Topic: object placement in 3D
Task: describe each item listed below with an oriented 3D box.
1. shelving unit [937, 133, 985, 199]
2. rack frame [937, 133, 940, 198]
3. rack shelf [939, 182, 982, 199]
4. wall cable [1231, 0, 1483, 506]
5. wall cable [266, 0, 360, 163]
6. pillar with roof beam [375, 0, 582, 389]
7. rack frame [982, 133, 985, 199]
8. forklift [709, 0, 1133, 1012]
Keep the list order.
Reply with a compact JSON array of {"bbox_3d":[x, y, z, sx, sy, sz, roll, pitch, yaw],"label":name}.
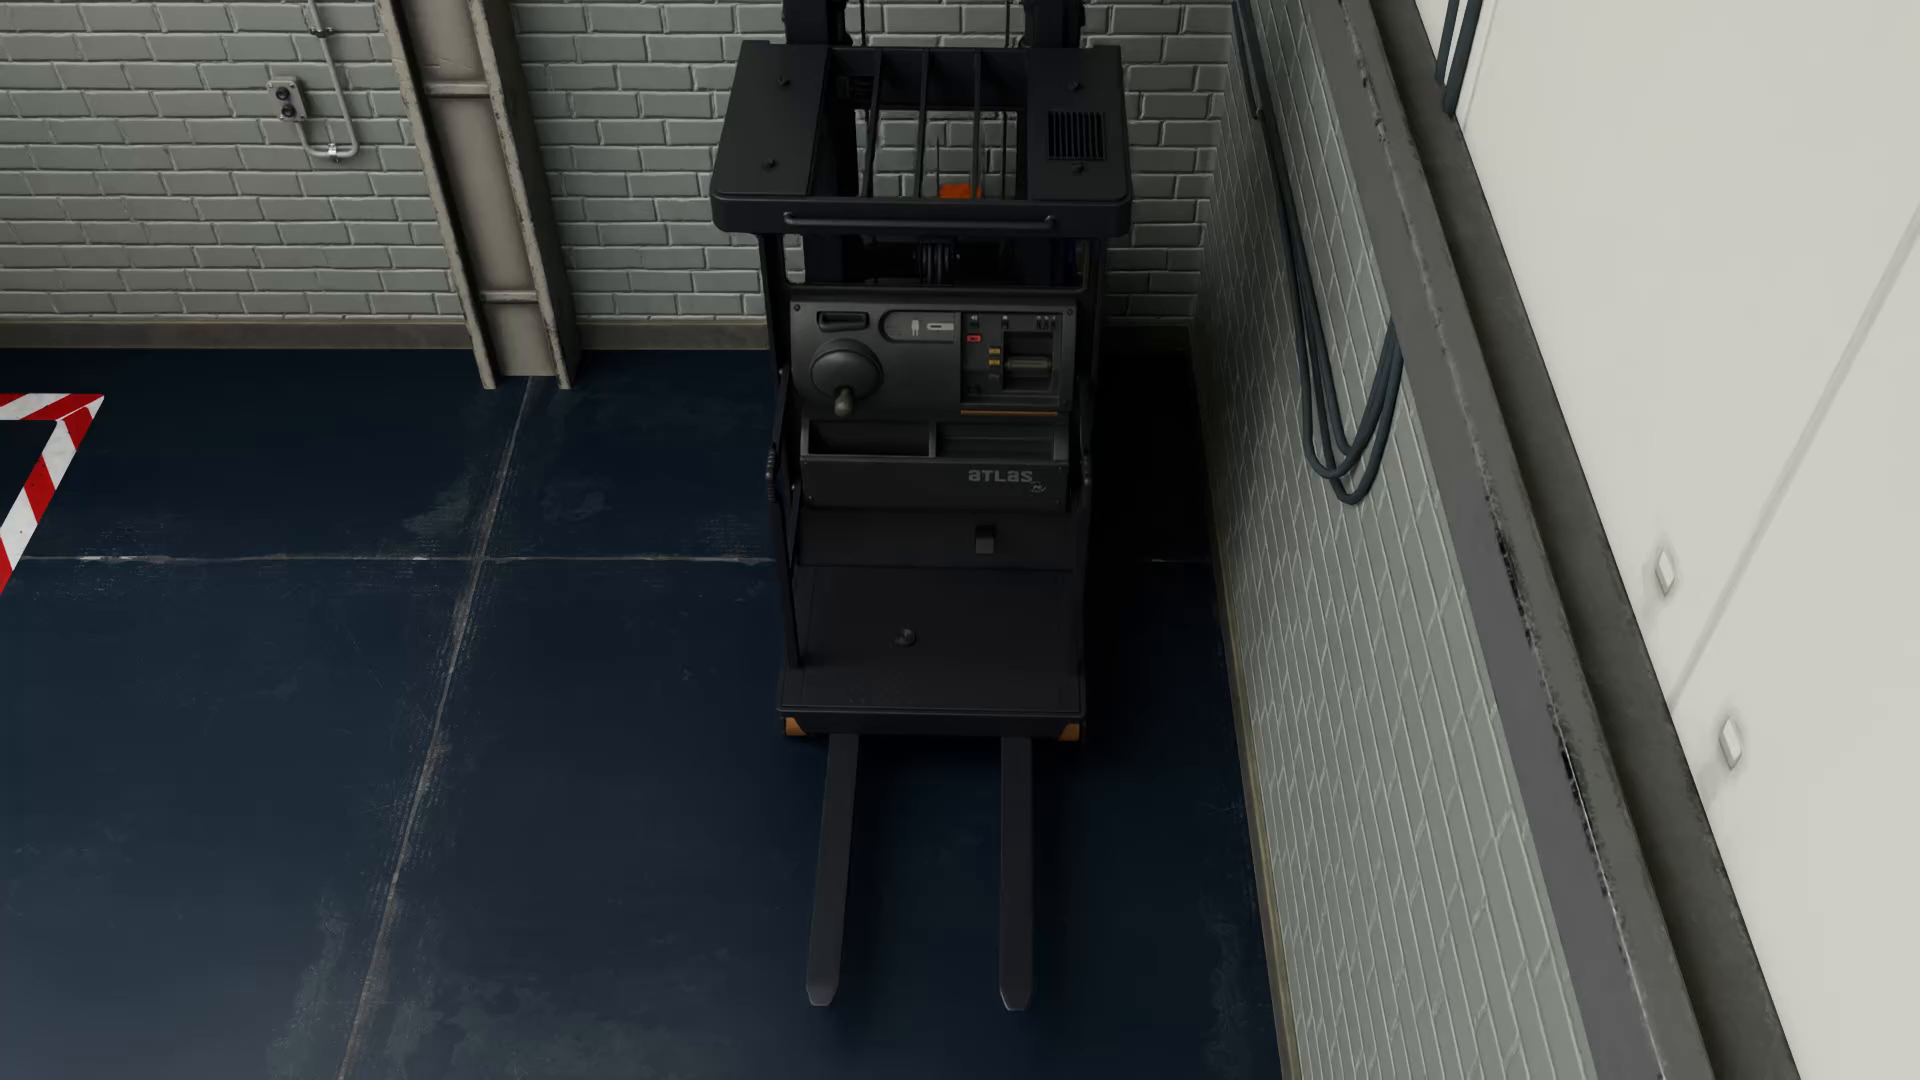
[{"bbox_3d":[0.003,-1.140,7.066,0.189,1.200,0.258,0,45,0],"label":"shelving unit"},{"bbox_3d":[-0.088,-1.140,7.066,0.006,1.200,0.240,0,45,0],"label":"rack frame"},{"bbox_3d":[0.003,-1.361,6.842,0.180,0.103,0.258,0,45,0],"label":"rack shelf"},{"bbox_3d":[1.011,-1.896,4.569,0.112,2.526,3.097,0,47,0],"label":"wall cable"},{"bbox_3d":[-3.360,-2.222,6.156,1.851,1.984,0.084,0,47,0],"label":"wall cable"},{"bbox_3d":[-1.957,-0.706,1.340,0.400,9.000,9.100,0,47,0],"label":"pillar with roof beam"},{"bbox_3d":[0.095,-1.140,7.066,0.006,1.200,0.240,0,45,0],"label":"rack frame"},{"bbox_3d":[-0.090,-0.499,5.293,1.130,2.935,3.031,1,47,1],"label":"forklift"}]
